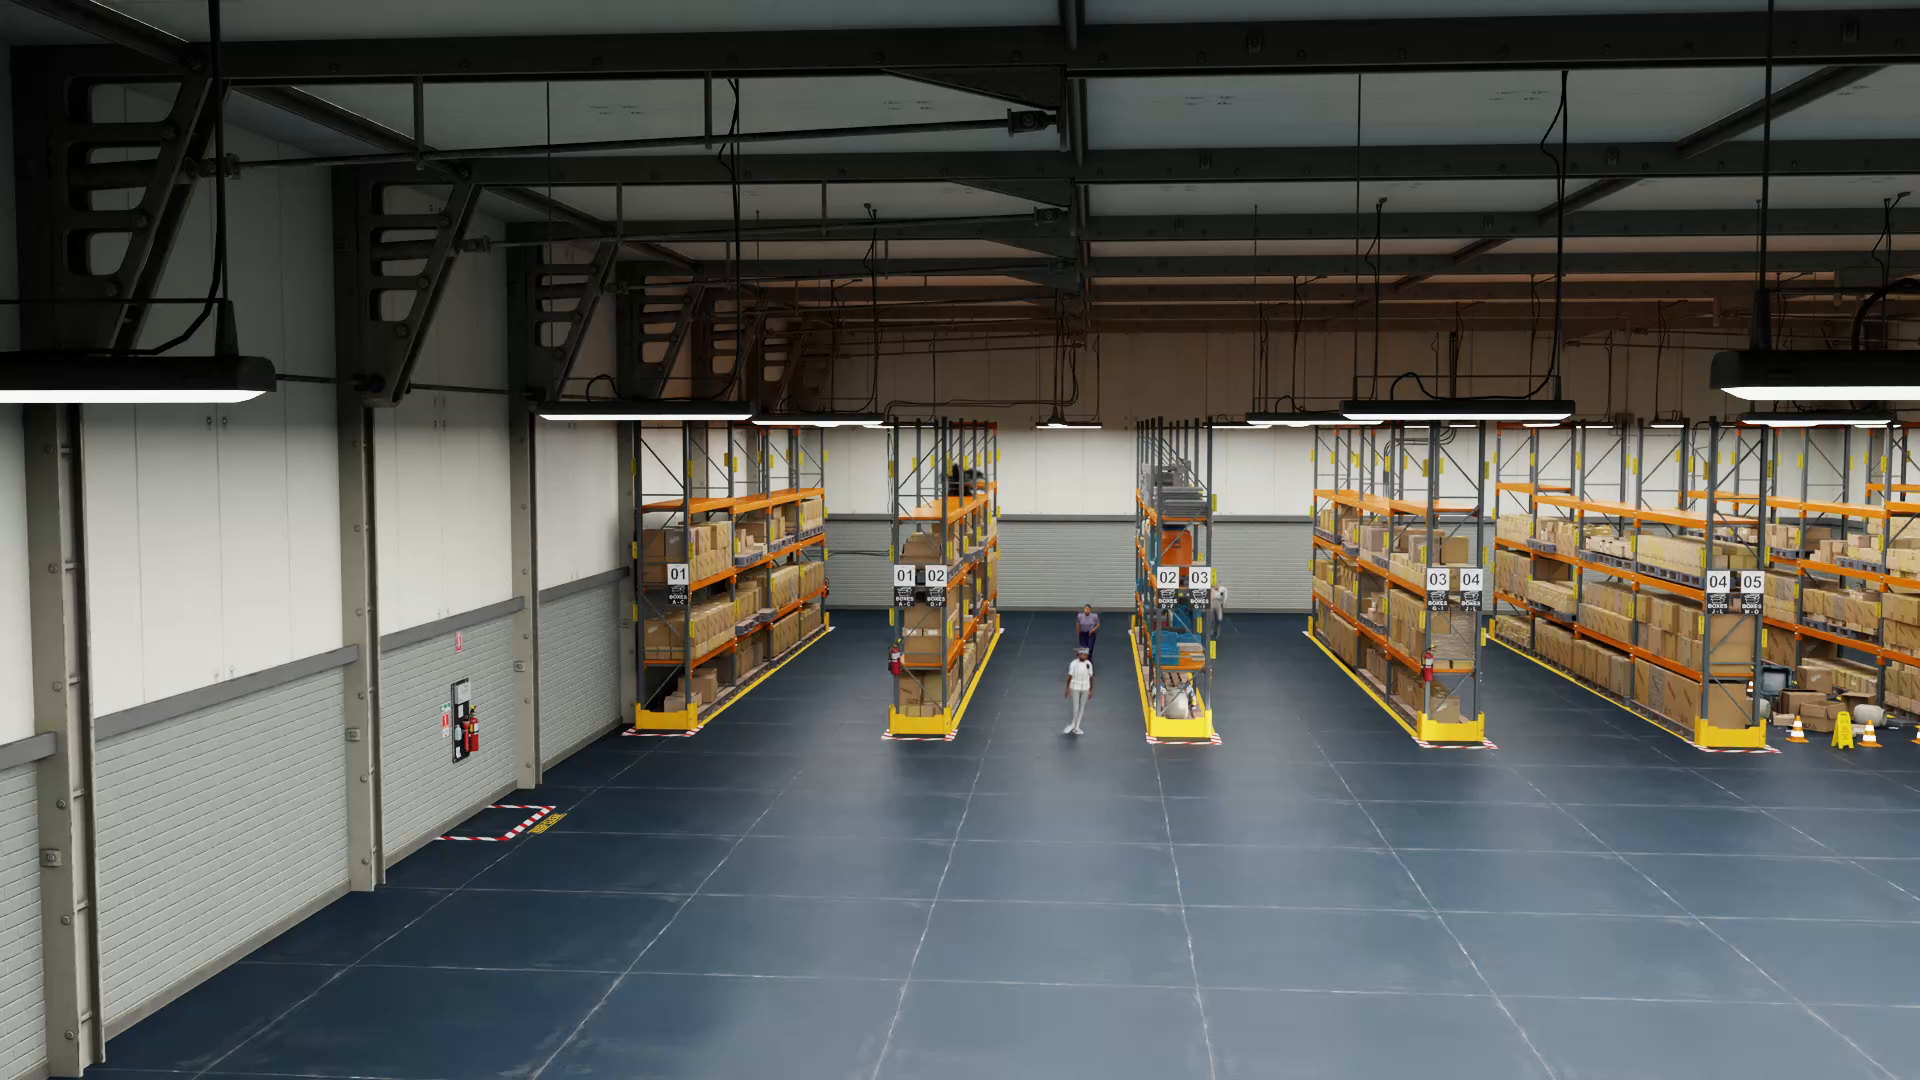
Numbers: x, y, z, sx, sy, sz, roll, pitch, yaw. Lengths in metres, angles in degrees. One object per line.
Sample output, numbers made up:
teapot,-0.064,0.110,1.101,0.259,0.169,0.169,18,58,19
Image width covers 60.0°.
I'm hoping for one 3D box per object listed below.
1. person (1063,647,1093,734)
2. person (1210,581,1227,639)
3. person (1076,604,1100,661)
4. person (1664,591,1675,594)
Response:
person,2.223,2.836,31.322,0.558,1.663,0.461,-1,4,-19
person,7.086,1.932,46.136,0.618,1.681,0.919,0,4,-5
person,3.082,2.331,40.073,0.573,1.567,0.654,0,4,3
person,20.276,1.822,46.978,0.903,1.626,0.559,0,4,3
